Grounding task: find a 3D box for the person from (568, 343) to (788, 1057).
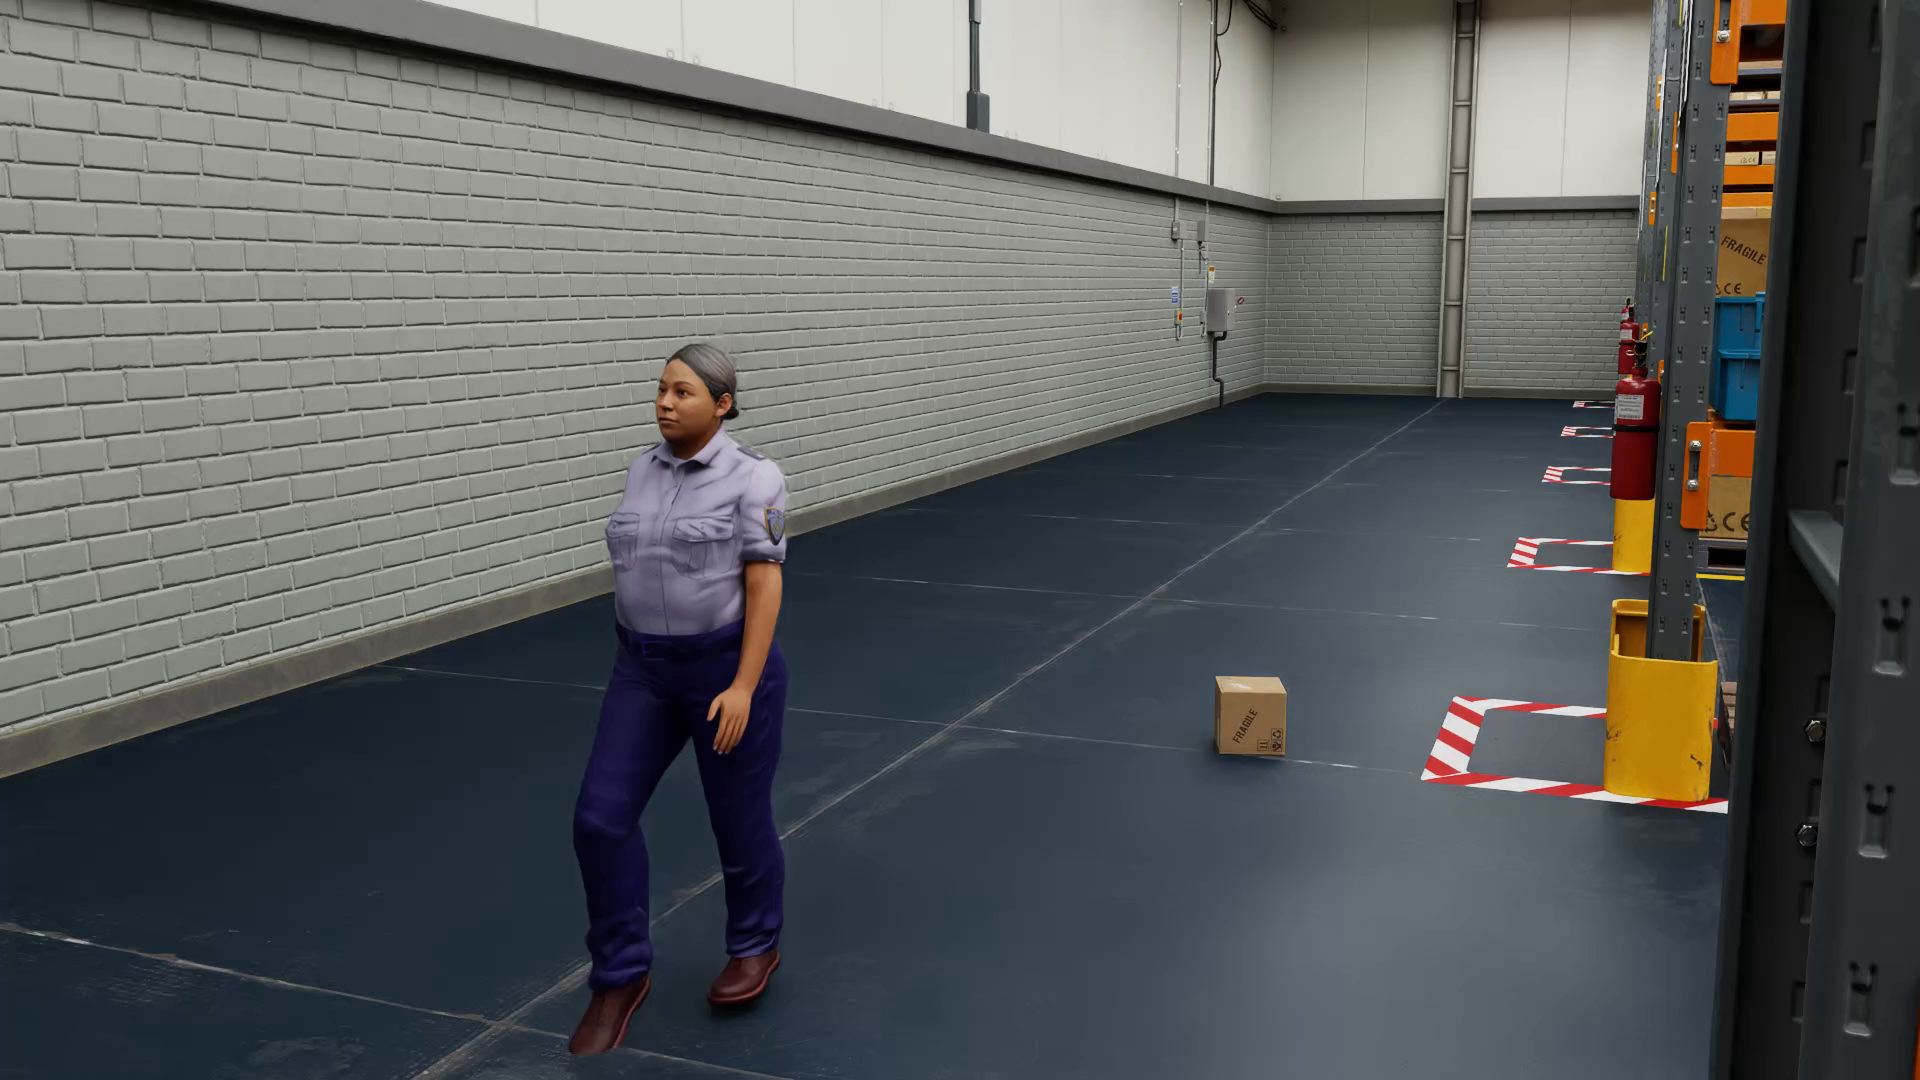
[{"bbox_3d":[-0.653,0.386,4.000,0.484,1.704,0.591,4,10,22],"label":"person"}]
